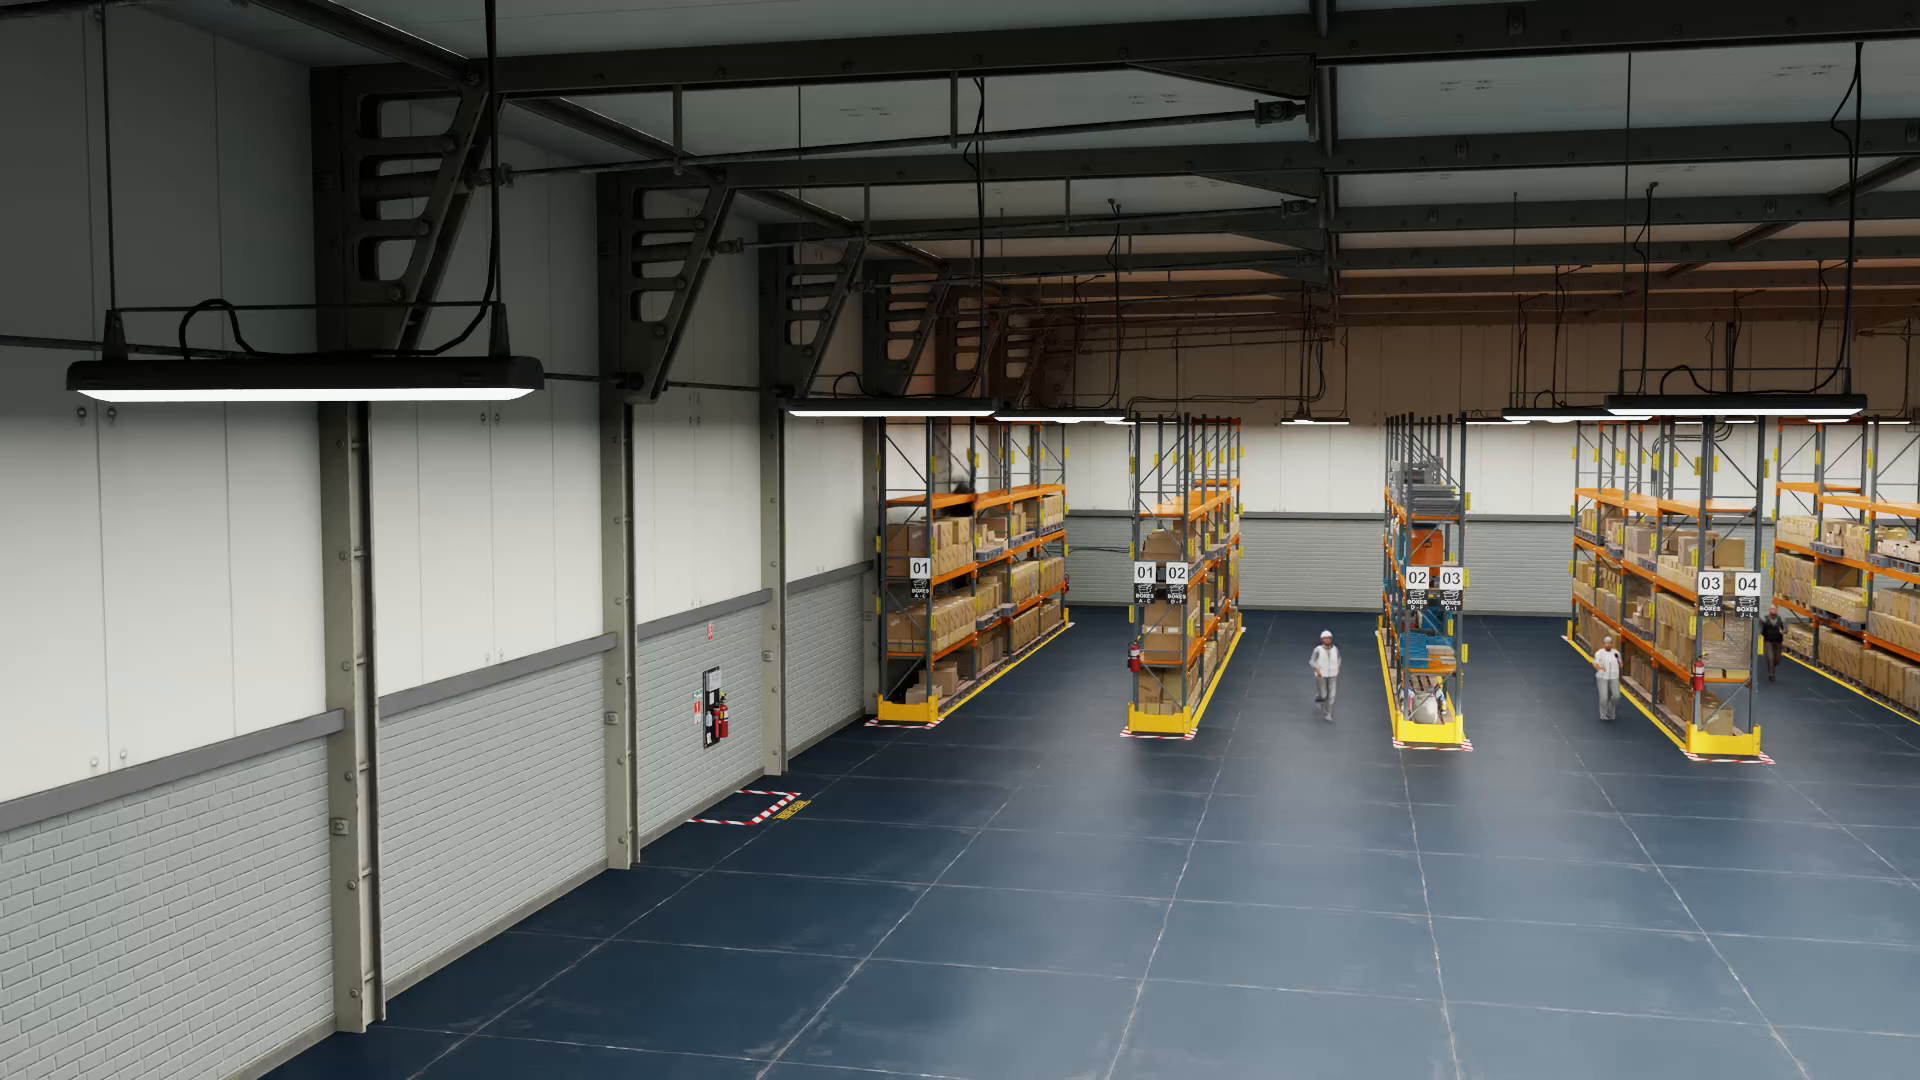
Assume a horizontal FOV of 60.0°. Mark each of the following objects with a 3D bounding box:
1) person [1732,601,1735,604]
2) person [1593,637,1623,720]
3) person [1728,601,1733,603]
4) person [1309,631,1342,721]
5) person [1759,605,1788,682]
[{"bbox_3d":[19.452,2.066,41.521,0.527,1.668,0.894,1,4,16],"label":"person"},{"bbox_3d":[12.643,2.716,32.392,0.591,1.626,0.576,1,4,10],"label":"person"},{"bbox_3d":[19.965,1.984,43.421,0.667,1.606,0.542,3,5,39],"label":"person"},{"bbox_3d":[7.195,2.652,32.671,0.659,1.744,0.733,0,4,-5],"label":"person"},{"bbox_3d":[18.373,2.320,37.628,0.667,1.699,0.915,1,4,11],"label":"person"}]
